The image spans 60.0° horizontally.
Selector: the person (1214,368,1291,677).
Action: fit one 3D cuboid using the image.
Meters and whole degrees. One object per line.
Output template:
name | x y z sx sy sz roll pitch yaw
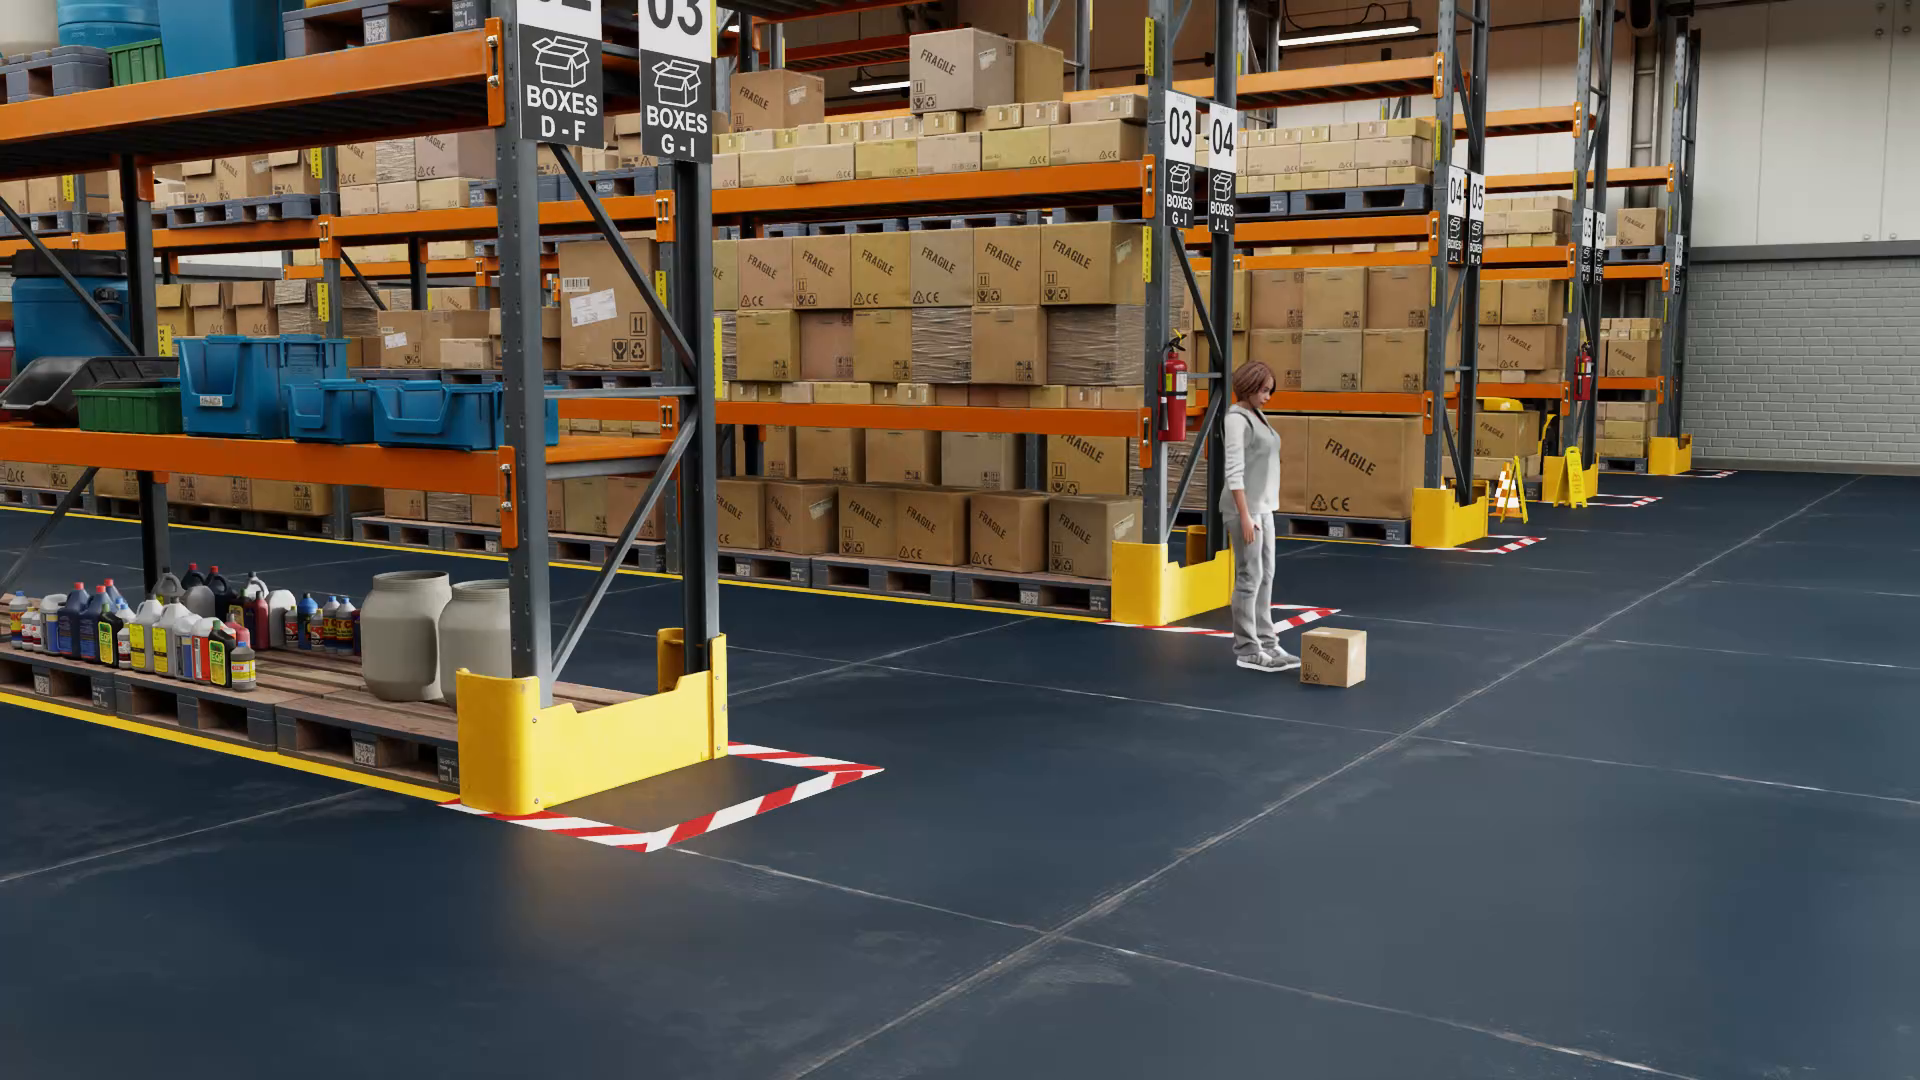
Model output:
person | 1.514 -0.098 8.647 0.328 1.583 0.414 5 8 35
